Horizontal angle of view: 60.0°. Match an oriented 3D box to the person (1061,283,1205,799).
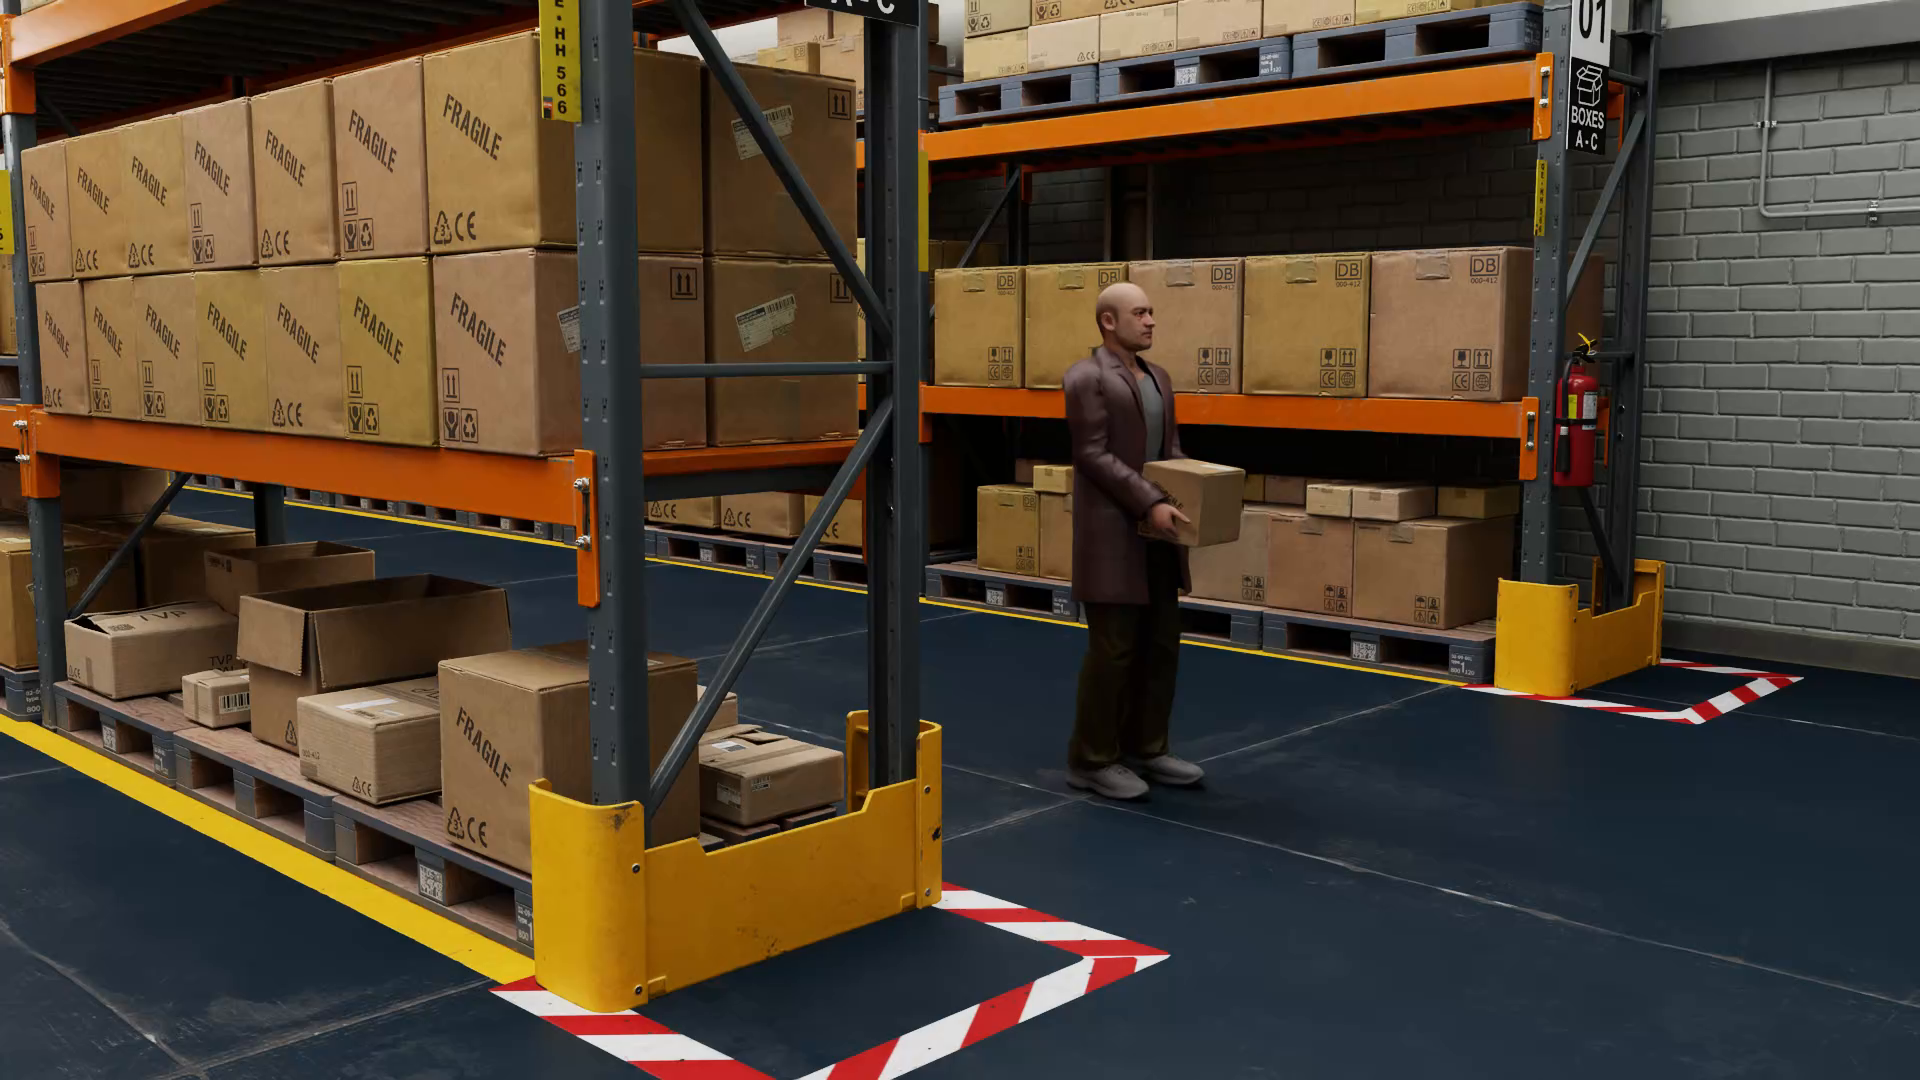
[{"bbox_3d":[0.662,-0.003,5.813,0.535,1.780,0.548,6,9,43],"label":"person"}]
